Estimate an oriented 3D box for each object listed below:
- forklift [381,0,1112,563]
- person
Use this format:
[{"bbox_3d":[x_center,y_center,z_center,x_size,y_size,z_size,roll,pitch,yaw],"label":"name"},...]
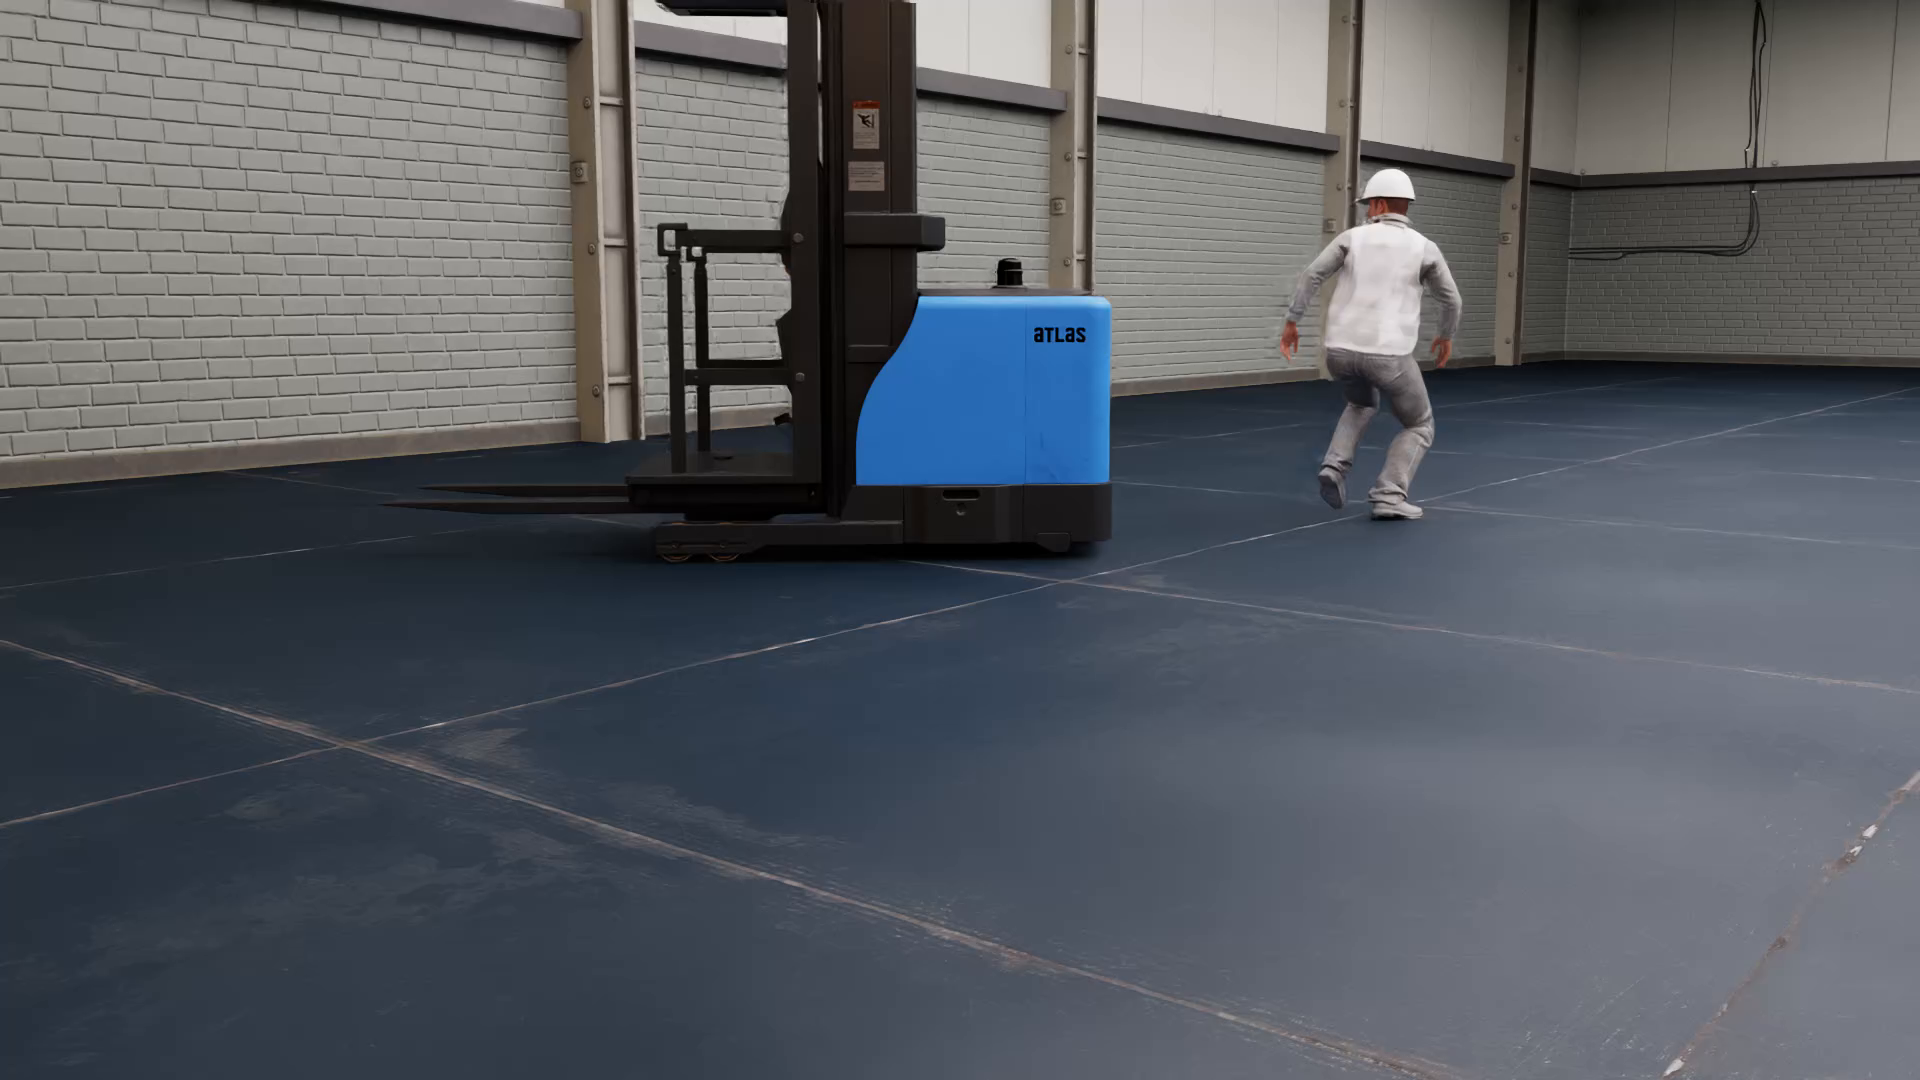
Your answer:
[{"bbox_3d":[-0.901,-1.437,7.101,3.031,2.935,1.130,0,8,-3],"label":"forklift"},{"bbox_3d":[2.038,-0.952,8.137,0.753,1.686,0.650,7,11,38],"label":"person"}]
